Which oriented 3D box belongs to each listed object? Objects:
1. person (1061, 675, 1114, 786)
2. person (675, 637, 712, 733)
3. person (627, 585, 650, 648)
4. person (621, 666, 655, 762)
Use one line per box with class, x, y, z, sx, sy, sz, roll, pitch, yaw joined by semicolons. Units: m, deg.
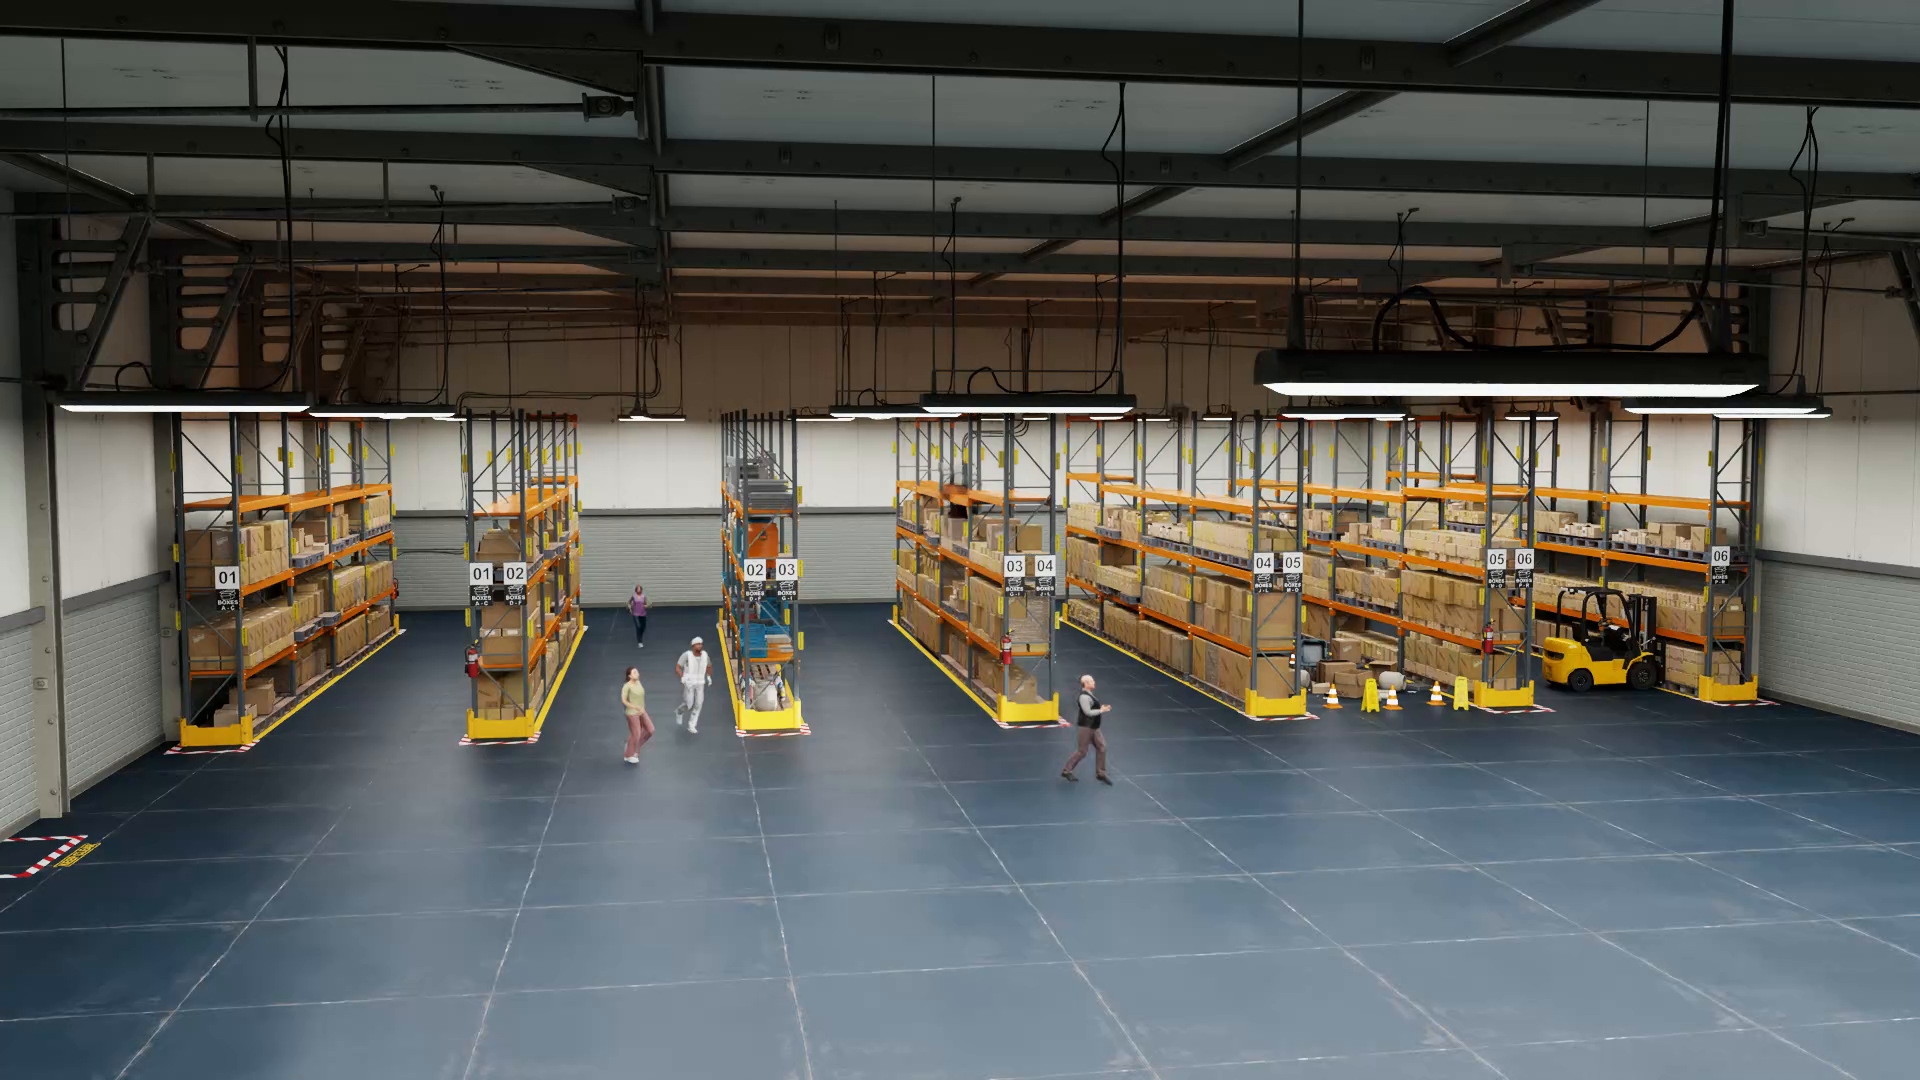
person;2.016;3.017;26.323;0.821;1.772;0.633;1;4;17
person;-4.982;2.693;31.183;0.725;1.764;0.652;-3;5;-35
person;-8.254;1.941;42.742;0.545;1.573;0.858;-2;4;-22
person;-5.472;2.945;28.150;0.537;1.628;0.590;2;4;26
